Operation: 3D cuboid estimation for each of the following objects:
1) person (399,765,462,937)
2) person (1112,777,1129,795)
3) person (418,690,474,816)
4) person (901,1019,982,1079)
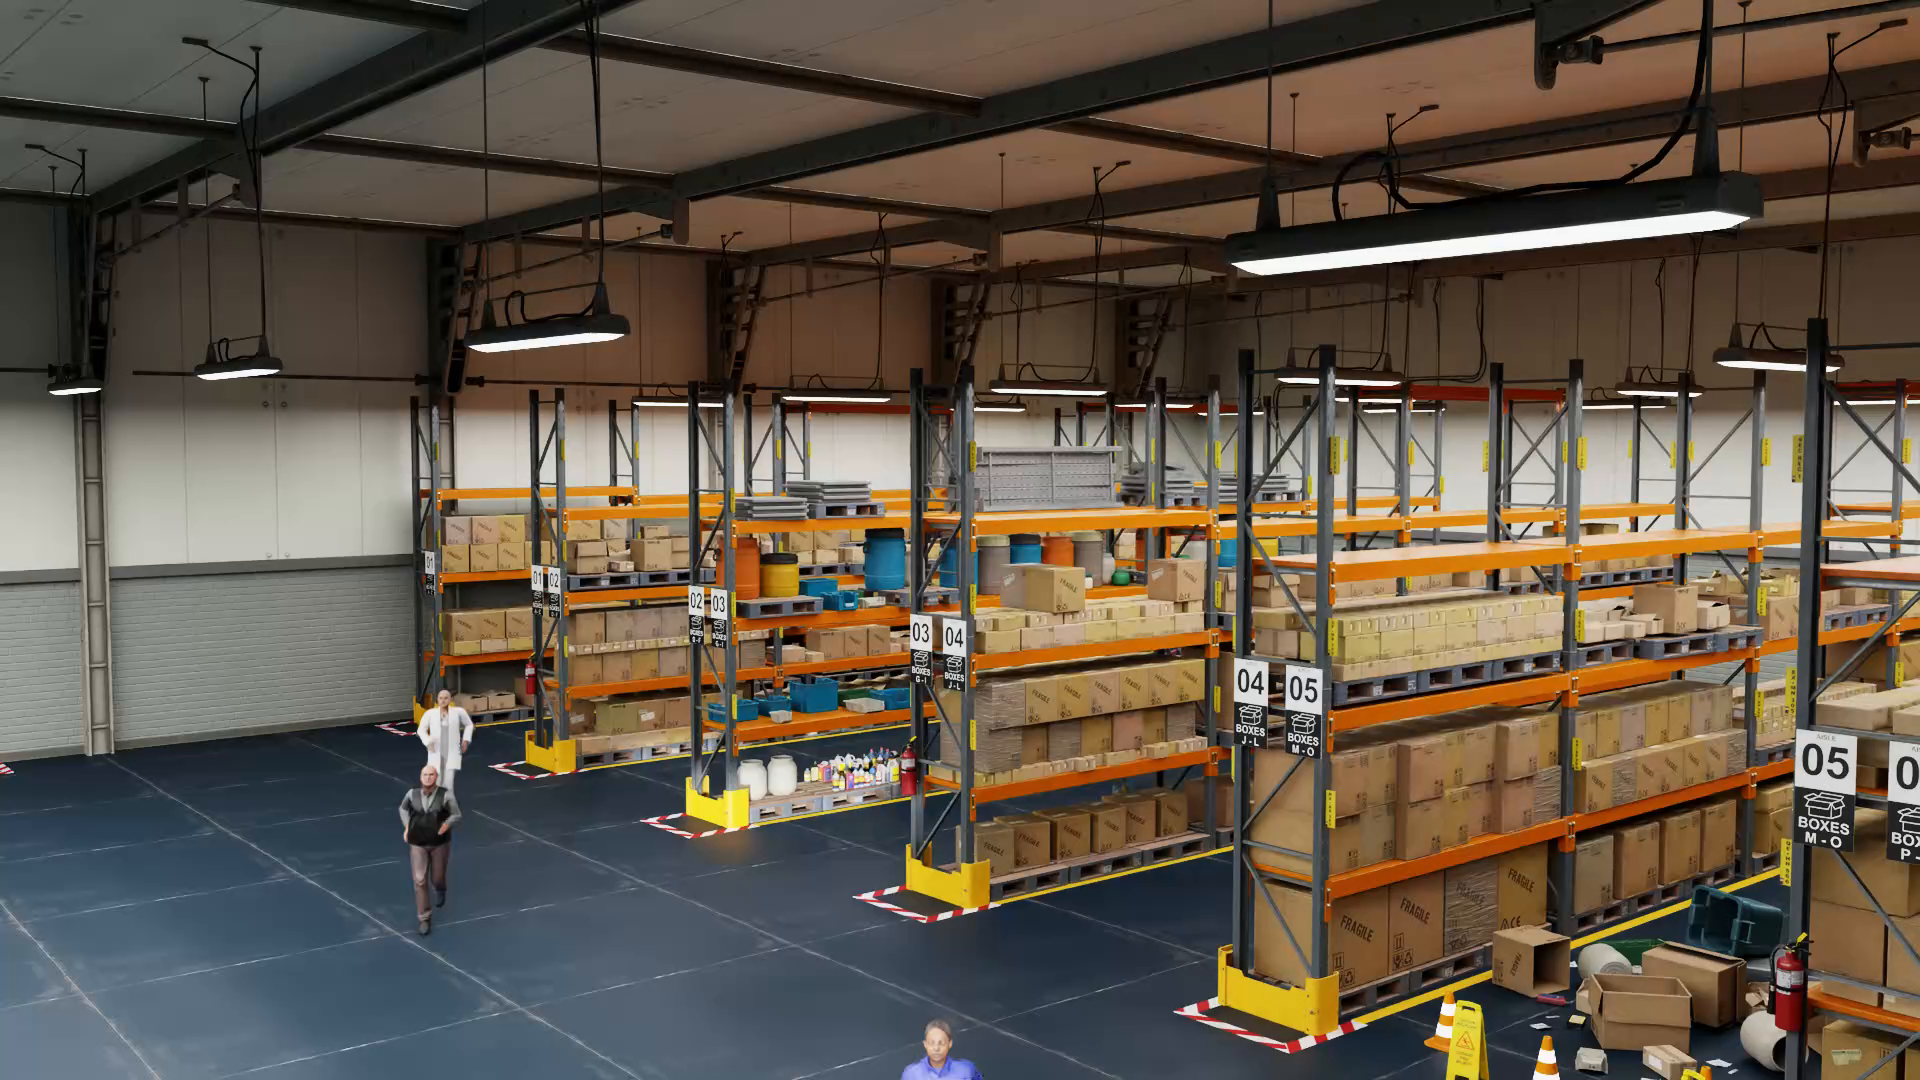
[{"bbox_3d":[-5.663,3.262,17.771,0.663,1.727,0.928,-1,3,-11],"label":"person"},{"bbox_3d":[2.253,2.874,23.920,0.673,1.824,0.713,3,4,40],"label":"person"},{"bbox_3d":[-7.071,2.939,22.876,0.737,1.773,0.837,-1,3,-13],"label":"person"},{"bbox_3d":[-0.122,3.753,10.036,0.553,1.699,0.681,0,3,5],"label":"person"}]
